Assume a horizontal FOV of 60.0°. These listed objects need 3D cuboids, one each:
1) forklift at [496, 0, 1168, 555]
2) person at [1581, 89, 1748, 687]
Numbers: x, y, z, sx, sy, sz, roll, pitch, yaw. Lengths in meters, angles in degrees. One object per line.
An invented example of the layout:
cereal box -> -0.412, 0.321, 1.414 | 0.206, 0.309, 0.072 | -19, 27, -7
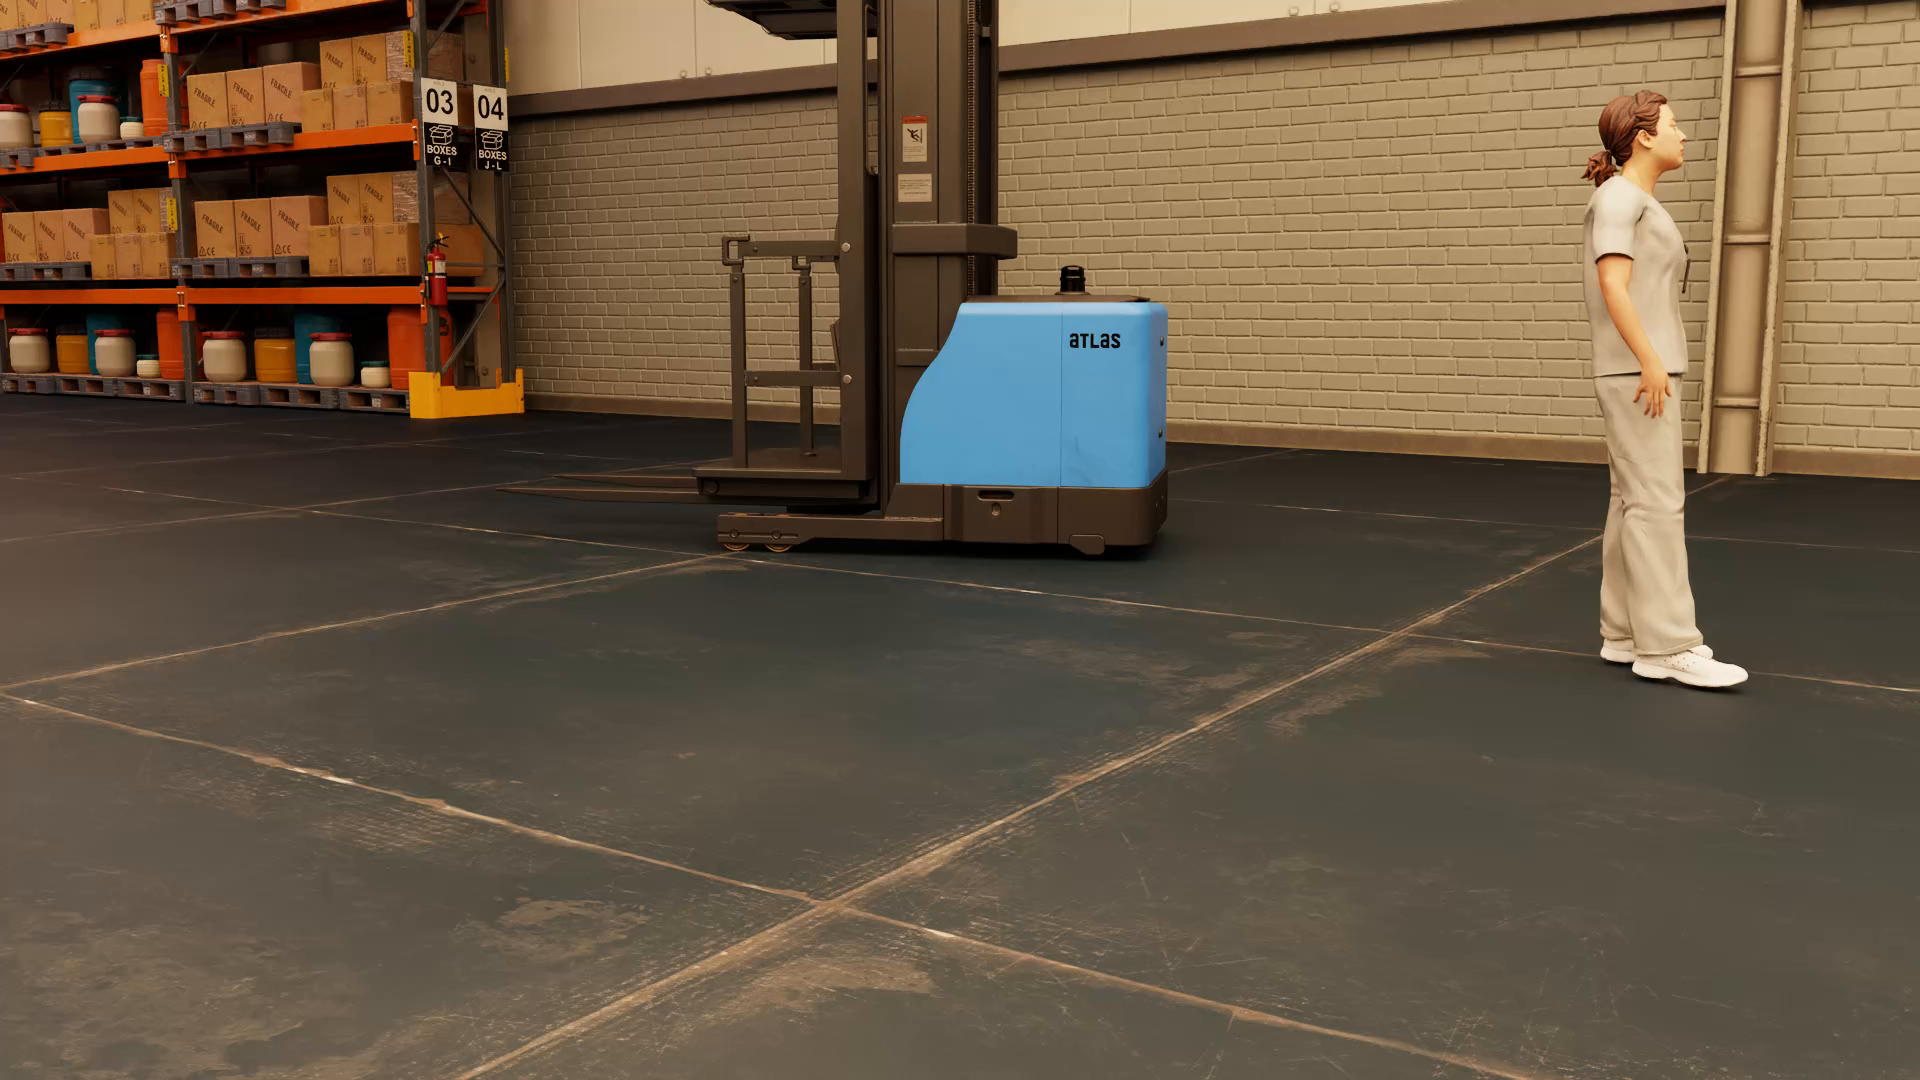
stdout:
forklift -> -0.596, -1.469, 7.520 | 3.031, 2.935, 1.130 | 2, 8, 12
person -> 2.052, -0.454, 4.829 | 0.548, 1.663, 0.550 | 4, 9, 28
